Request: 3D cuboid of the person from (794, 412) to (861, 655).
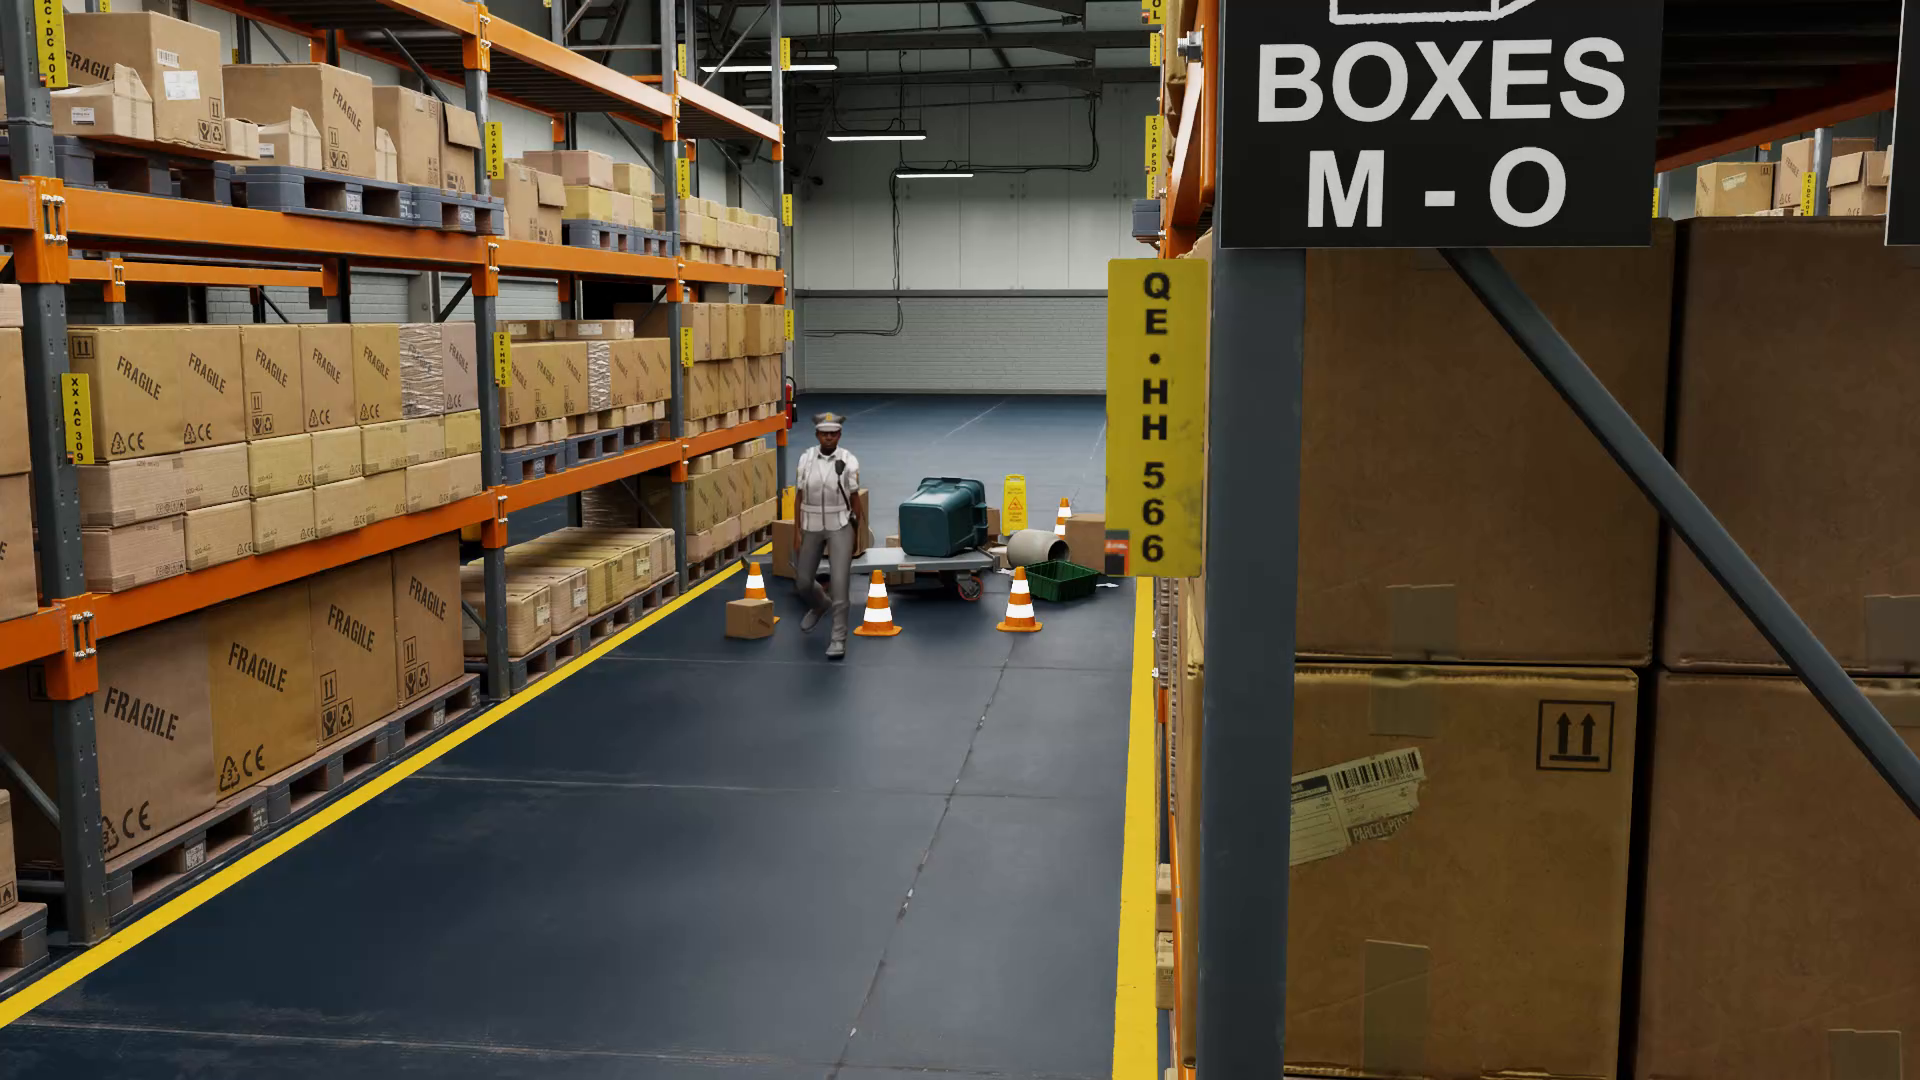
[{"bbox_3d":[-0.927,-0.071,11.600,0.494,1.670,0.695,1,8,6],"label":"person"}]
